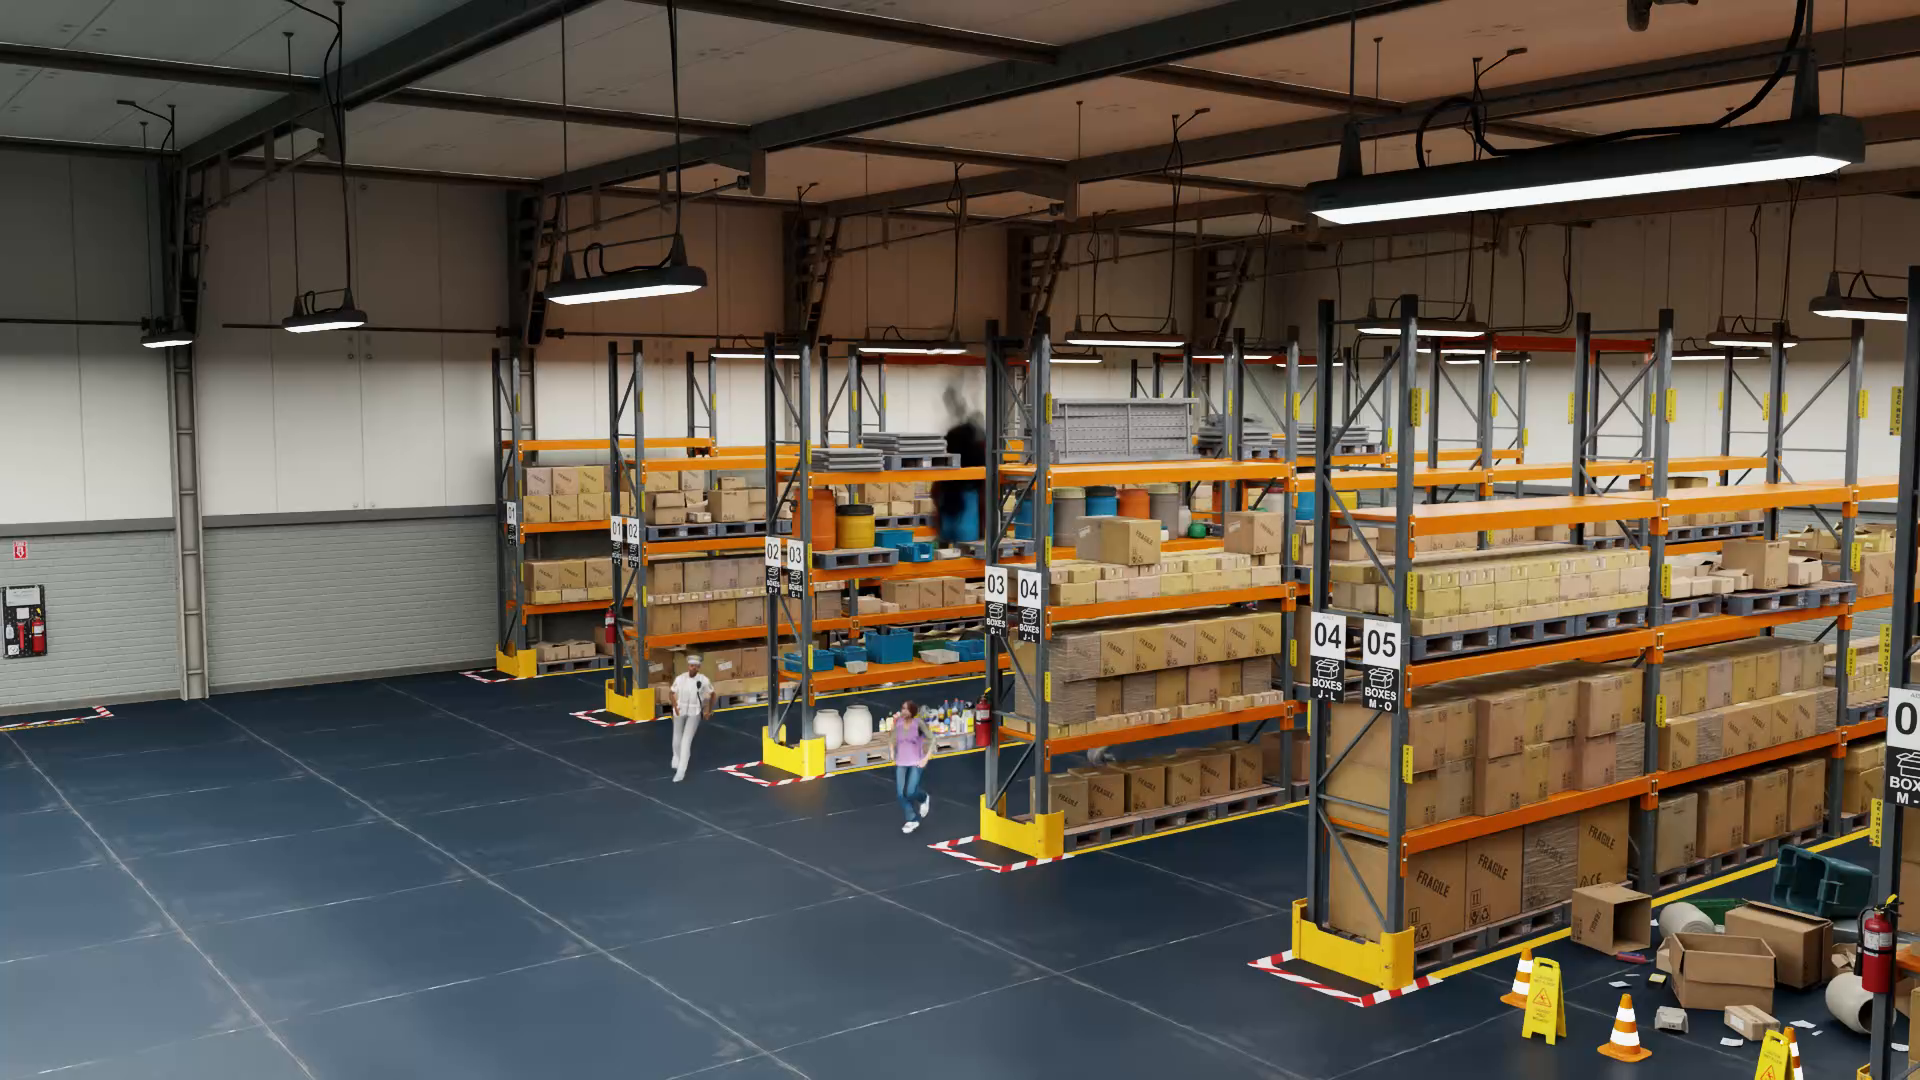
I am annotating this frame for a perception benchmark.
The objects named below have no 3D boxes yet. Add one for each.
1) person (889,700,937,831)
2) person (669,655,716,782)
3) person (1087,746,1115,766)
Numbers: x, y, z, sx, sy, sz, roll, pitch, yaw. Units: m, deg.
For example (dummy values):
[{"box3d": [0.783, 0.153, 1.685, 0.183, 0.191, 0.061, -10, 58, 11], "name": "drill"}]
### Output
[{"box3d": [-0.591, 2.667, 19.684, 0.594, 1.560, 0.527, 2, 5, 24], "name": "person"}, {"box3d": [-3.629, 2.370, 22.509, 0.652, 1.671, 0.743, 0, 5, -2], "name": "person"}, {"box3d": [1.881, 2.503, 21.618, 0.536, 1.564, 0.573, 5, 7, 43], "name": "person"}]
